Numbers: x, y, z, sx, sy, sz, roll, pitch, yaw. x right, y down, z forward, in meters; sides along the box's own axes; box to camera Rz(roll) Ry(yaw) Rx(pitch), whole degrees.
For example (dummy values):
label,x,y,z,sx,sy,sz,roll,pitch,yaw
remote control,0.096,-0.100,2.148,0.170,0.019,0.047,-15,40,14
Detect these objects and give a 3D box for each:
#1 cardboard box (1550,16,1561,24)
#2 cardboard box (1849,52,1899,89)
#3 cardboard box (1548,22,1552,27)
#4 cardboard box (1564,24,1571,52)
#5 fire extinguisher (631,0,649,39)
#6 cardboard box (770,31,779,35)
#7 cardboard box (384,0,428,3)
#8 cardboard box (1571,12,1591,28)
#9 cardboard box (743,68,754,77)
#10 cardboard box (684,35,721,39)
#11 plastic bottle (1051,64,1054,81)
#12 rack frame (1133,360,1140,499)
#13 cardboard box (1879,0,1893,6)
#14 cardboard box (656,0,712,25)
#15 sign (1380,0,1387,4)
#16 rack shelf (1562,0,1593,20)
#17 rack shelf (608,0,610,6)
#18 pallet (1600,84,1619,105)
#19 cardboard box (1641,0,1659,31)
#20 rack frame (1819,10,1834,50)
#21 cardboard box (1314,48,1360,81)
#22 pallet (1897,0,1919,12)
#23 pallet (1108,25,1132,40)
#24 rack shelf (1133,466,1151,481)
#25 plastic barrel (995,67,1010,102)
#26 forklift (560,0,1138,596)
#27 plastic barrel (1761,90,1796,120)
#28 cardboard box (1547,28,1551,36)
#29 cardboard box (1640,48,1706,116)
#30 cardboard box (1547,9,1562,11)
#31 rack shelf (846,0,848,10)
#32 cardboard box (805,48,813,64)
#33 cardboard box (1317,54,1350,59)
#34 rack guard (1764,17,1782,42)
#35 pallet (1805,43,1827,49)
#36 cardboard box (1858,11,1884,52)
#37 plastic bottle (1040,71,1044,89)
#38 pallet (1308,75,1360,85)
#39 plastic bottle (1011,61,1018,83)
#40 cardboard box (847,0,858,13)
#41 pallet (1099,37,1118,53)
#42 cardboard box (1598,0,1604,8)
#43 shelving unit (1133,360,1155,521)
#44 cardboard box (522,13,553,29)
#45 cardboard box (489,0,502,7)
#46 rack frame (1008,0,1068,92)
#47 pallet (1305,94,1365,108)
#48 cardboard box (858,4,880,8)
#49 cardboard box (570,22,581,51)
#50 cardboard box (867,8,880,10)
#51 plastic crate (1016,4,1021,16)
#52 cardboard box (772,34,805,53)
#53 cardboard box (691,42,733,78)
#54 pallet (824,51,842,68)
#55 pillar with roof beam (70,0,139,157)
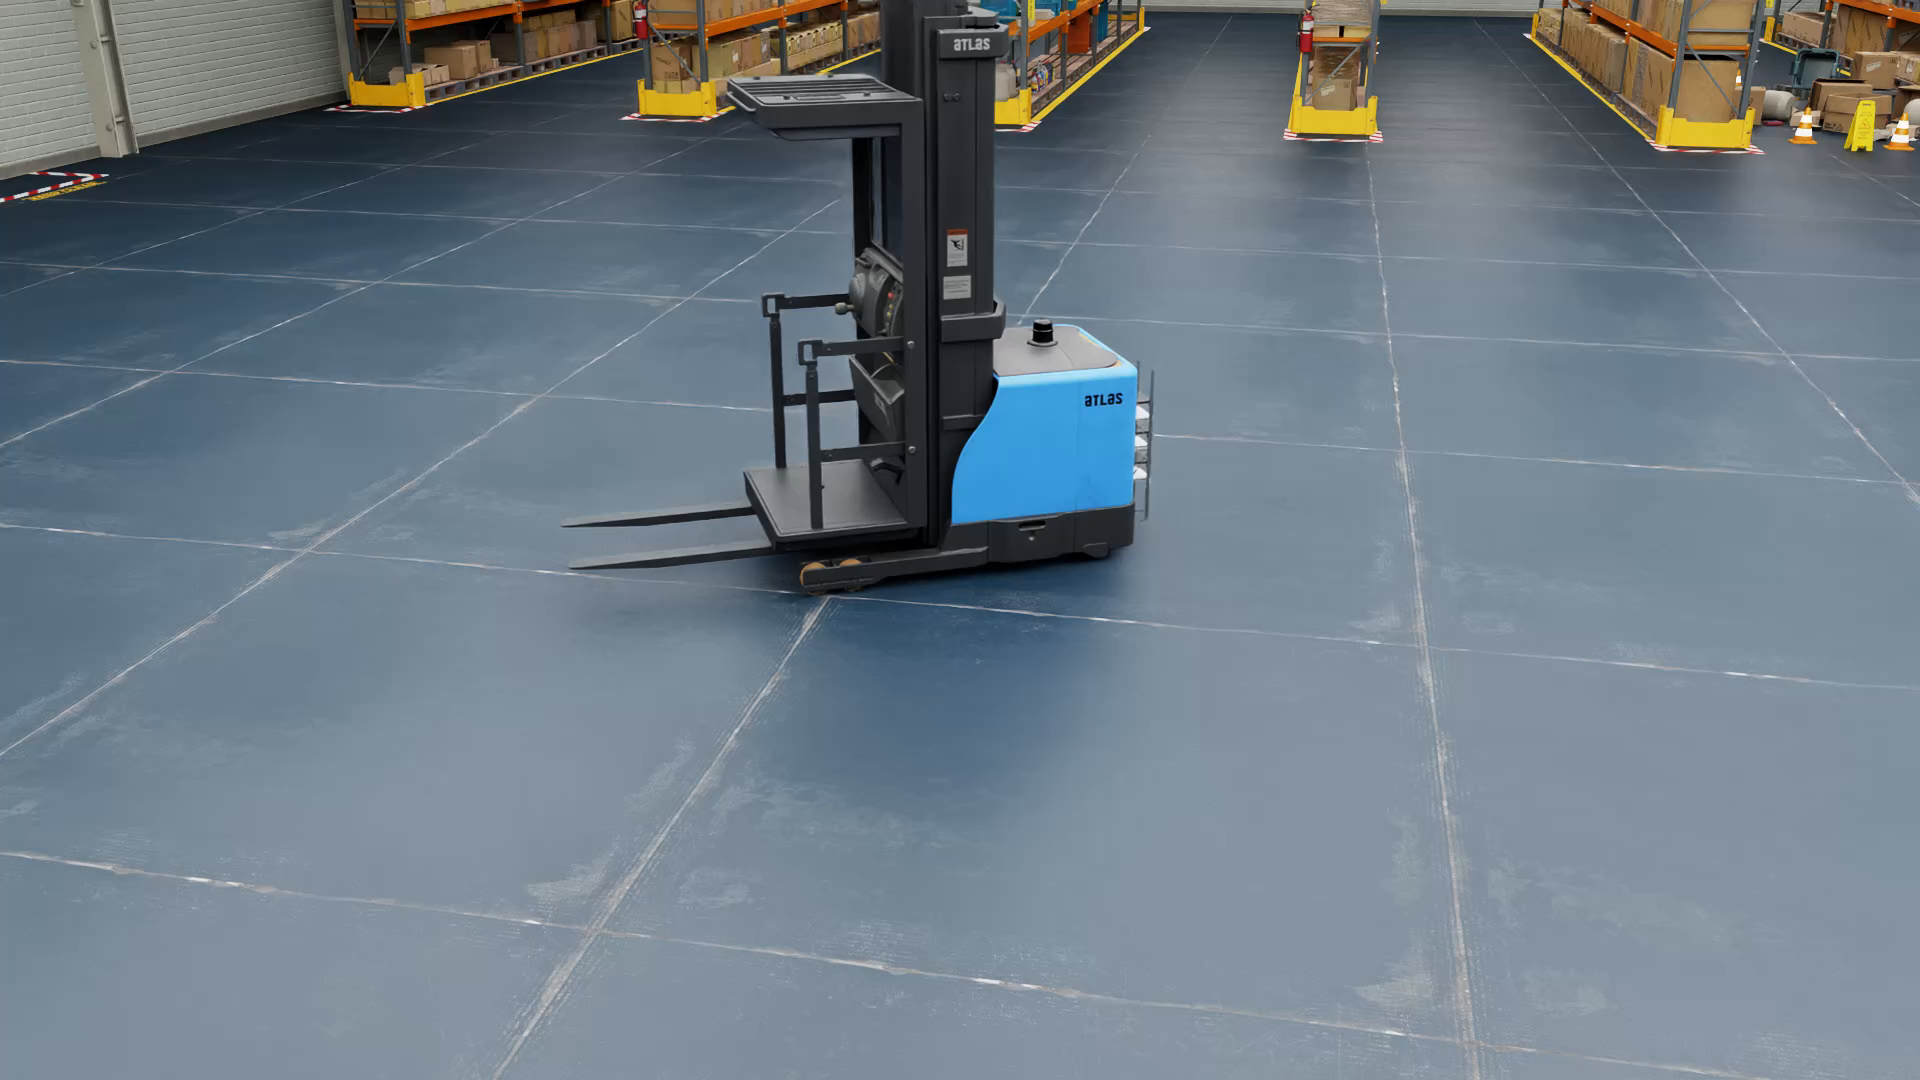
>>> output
label,x,y,z,sx,sy,sz,roll,pitch,yaw
cardboard box,12.595,-10.889,34.834,0.380,0.149,0.250,3,22,8
cardboard box,14.111,-7.258,25.693,0.500,0.500,0.500,4,22,11
cardboard box,12.890,-11.127,35.823,0.380,0.149,0.250,3,22,8
cardboard box,12.109,-9.800,32.455,0.500,0.500,0.500,5,23,13
fire extinguisher,-4.834,-7.947,25.175,0.296,0.674,0.183,4,22,11
cardboard box,-3.533,-9.176,30.491,0.500,0.311,0.500,4,22,11
cardboard box,-8.814,-8.806,26.375,0.500,0.500,0.500,4,22,11
cardboard box,12.002,-9.960,31.849,0.500,0.250,0.500,5,23,13
cardboard box,-3.720,-7.638,27.422,0.500,0.250,0.500,4,22,11
cardboard box,-4.244,-8.026,27.383,0.500,0.500,0.500,4,22,11
plastic bottle,1.534,-7.818,27.797,0.061,0.283,0.133,6,23,14
rack frame,0.914,-0.593,9.622,0.240,0.900,0.006,-7,23,-16
cardboard box,16.525,-9.540,29.226,0.500,0.250,0.500,4,22,9
cardboard box,-4.247,-8.207,25.582,0.700,0.500,0.500,4,22,11
sign,5.873,-7.595,23.037,0.100,0.325,0.005,4,22,11
rack shelf,12.218,-10.143,31.486,1.077,0.370,4.000,4,22,11
rack shelf,-7.165,-11.691,35.329,1.077,0.370,4.000,4,22,11
pallet,11.077,-7.277,27.139,1.003,0.211,1.213,4,22,11
cardboard box,10.614,-7.825,24.566,0.875,0.550,0.550,4,22,11
rack frame,17.492,-10.868,32.322,1.000,3.000,0.127,4,22,11
cardboard box,6.305,-7.965,27.872,0.700,0.500,0.500,3,22,7
pallet,16.635,-9.047,28.059,1.213,0.211,1.003,4,22,11
pallet,3.301,-11.427,37.443,1.003,0.211,1.213,4,22,11
rack shelf,0.944,-0.359,9.612,0.258,0.077,0.200,-7,23,-16
plastic barrel,0.553,-6.899,25.237,0.421,0.512,0.421,0,22,0
forklift,-0.621,-1.291,8.636,3.031,2.935,1.130,-6,23,-15
plastic barrel,12.264,-6.555,25.064,0.421,0.421,0.512,-16,27,-35
cardboard box,12.719,-10.809,35.432,0.380,0.149,0.250,4,22,11
cardboard box,10.428,-6.604,24.017,0.875,0.875,0.875,4,22,10
cardboard box,13.064,-11.543,36.458,0.380,0.149,0.250,5,22,12
rack shelf,-2.314,-11.314,34.395,1.077,0.370,4.000,4,22,11
cardboard box,-3.005,-8.878,30.501,0.500,0.250,0.500,4,22,9
cardboard box,6.038,-7.589,26.966,0.500,0.500,0.500,4,22,9
rack guard,18.313,-11.180,36.443,1.175,0.500,0.348,4,22,11
pallet,17.724,-9.846,33.519,1.003,0.211,1.213,4,22,11
cardboard box,17.084,-9.186,30.429,0.875,0.875,0.875,5,22,12
plastic bottle,1.300,-7.426,26.840,0.097,0.271,0.097,0,22,0
pallet,6.316,-7.689,28.162,1.003,0.211,1.213,4,22,11
plastic bottle,0.880,-7.776,27.602,0.144,0.351,0.185,4,22,11
cardboard box,-2.448,-11.248,35.020,0.500,0.250,0.500,5,22,11
pallet,2.744,-10.428,34.964,1.003,0.211,1.213,4,22,11
cardboard box,11.353,-9.462,28.698,0.500,0.500,0.500,4,22,10
shelving unit,0.944,-0.557,9.532,0.258,0.900,0.210,-7,23,-16
cardboard box,-8.066,-9.845,31.536,0.500,0.250,0.500,4,22,9
cardboard box,-8.299,-9.392,28.832,0.500,0.250,0.500,5,22,11
rack frame,1.310,-9.075,27.871,1.000,3.000,0.127,4,22,11
pallet,5.809,-6.708,25.727,1.003,0.211,1.213,4,22,11
cardboard box,-2.068,-11.654,37.032,0.500,0.500,0.500,4,22,11
cardboard box,-7.888,-9.891,32.654,0.700,0.500,0.500,4,22,11
cardboard box,-1.726,-11.222,35.959,0.500,0.500,0.500,4,22,11
plastic crate,0.756,-8.502,26.731,0.450,0.188,0.662,4,22,11
cardboard box,-3.103,-8.948,29.924,0.500,0.311,0.500,4,22,10
cardboard box,-3.928,-7.620,26.374,0.500,0.500,0.500,4,22,11
pallet,-2.929,-9.325,32.225,1.003,0.211,1.213,4,22,11
pillar with roof beam,-6.919,-8.949,19.529,9.100,9.000,0.400,4,22,11
